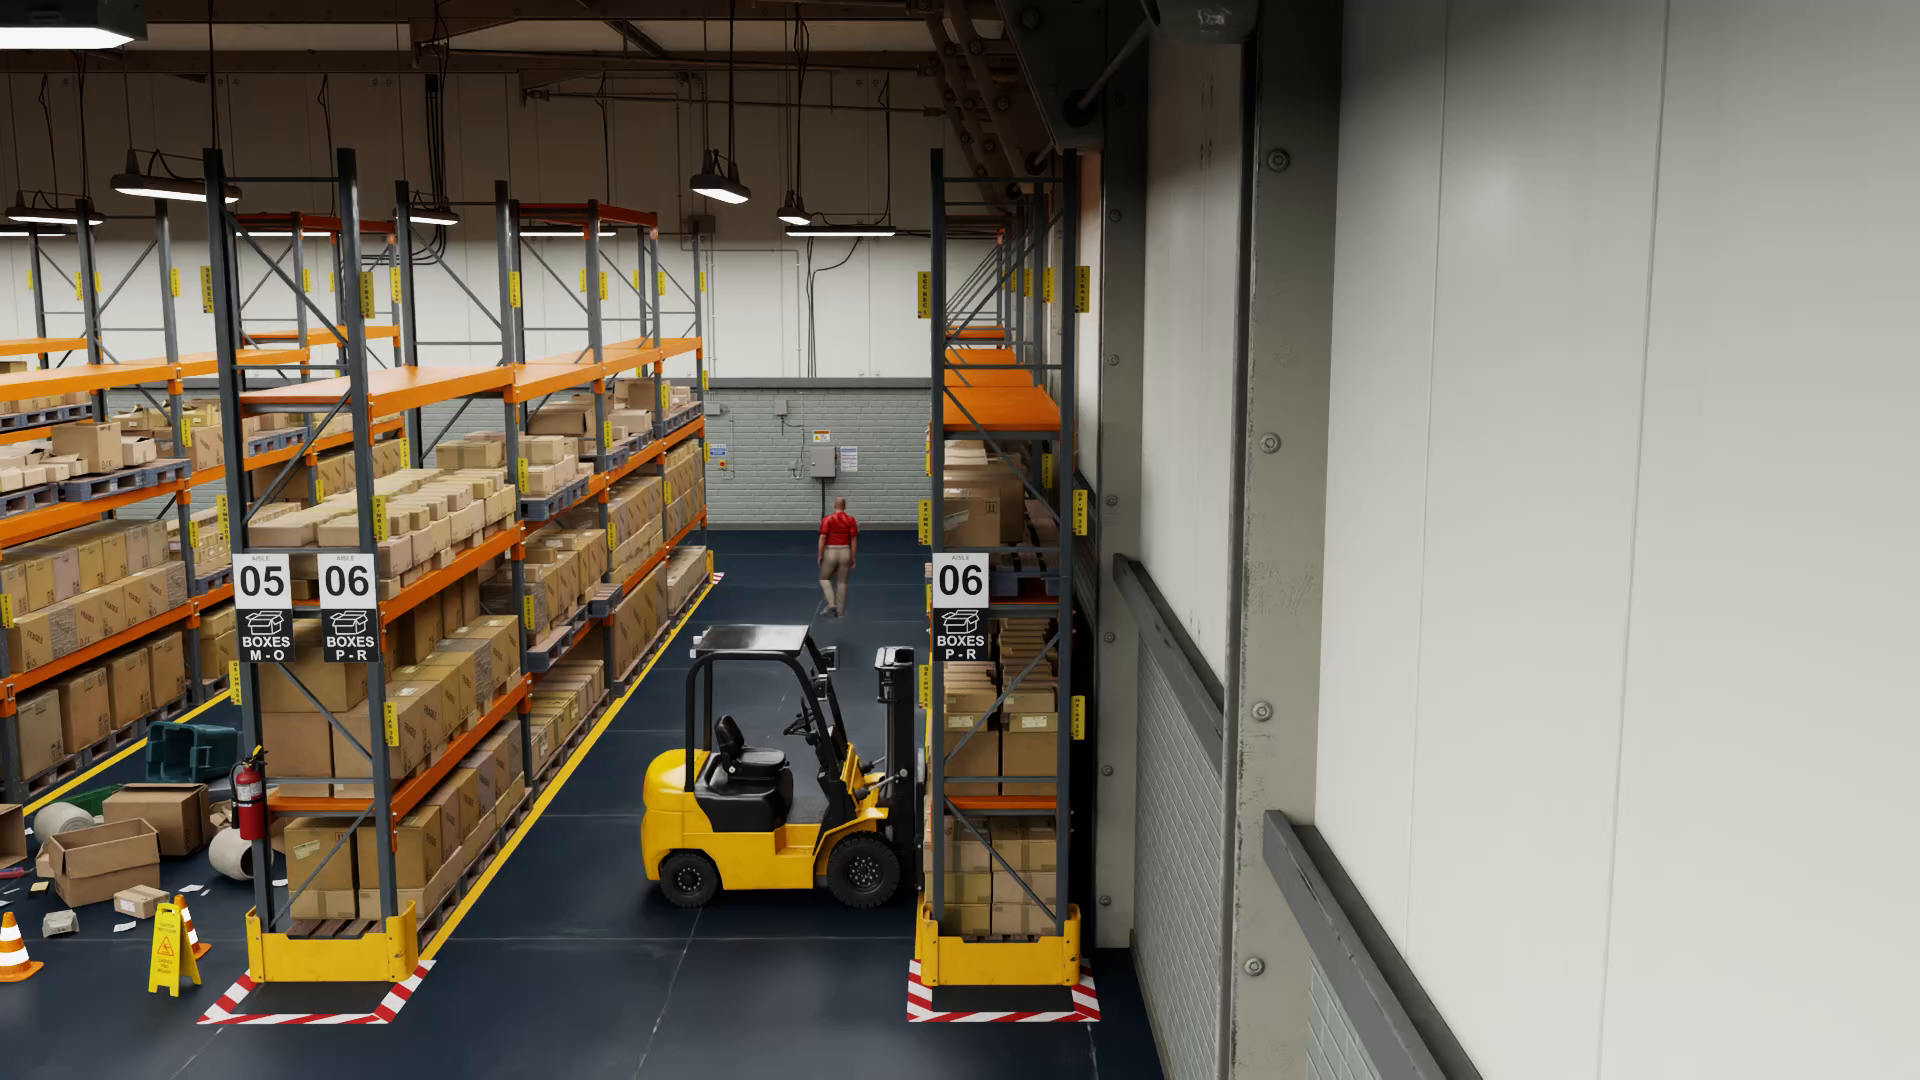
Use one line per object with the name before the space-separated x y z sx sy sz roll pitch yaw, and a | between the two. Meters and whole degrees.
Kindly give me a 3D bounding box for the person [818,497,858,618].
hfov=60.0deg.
person | -1.728 0.260 23.589 0.581 1.723 0.487 -2 9 -13
